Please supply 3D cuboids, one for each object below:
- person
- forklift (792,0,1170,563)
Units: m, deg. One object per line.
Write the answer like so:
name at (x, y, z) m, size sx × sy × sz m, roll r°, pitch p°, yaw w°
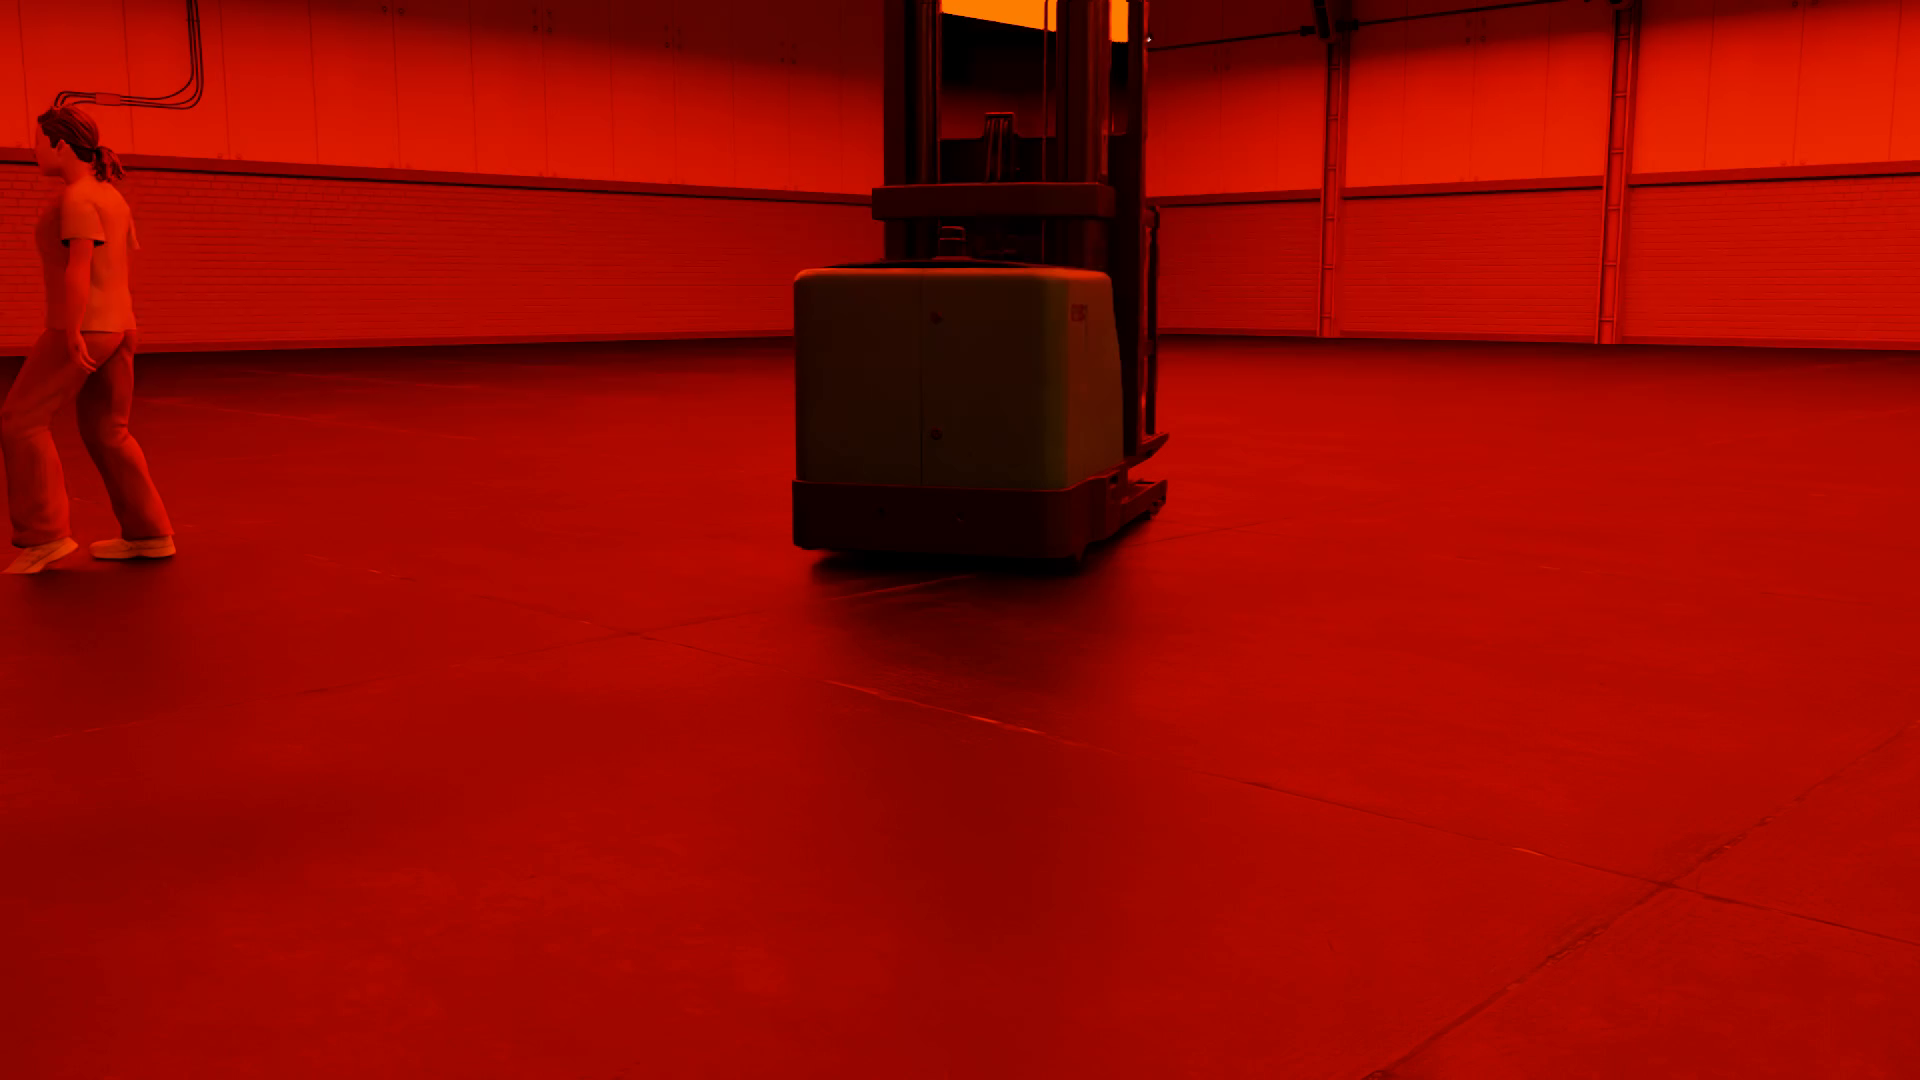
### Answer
person at (-3.222, -0.710, 6.082) m, size 0.529 × 1.710 × 0.561 m, roll -1°, pitch 9°, yaw -7°
forklift at (0.303, -1.547, 7.147) m, size 1.130 × 2.935 × 3.031 m, roll 3°, pitch 9°, yaw 17°
